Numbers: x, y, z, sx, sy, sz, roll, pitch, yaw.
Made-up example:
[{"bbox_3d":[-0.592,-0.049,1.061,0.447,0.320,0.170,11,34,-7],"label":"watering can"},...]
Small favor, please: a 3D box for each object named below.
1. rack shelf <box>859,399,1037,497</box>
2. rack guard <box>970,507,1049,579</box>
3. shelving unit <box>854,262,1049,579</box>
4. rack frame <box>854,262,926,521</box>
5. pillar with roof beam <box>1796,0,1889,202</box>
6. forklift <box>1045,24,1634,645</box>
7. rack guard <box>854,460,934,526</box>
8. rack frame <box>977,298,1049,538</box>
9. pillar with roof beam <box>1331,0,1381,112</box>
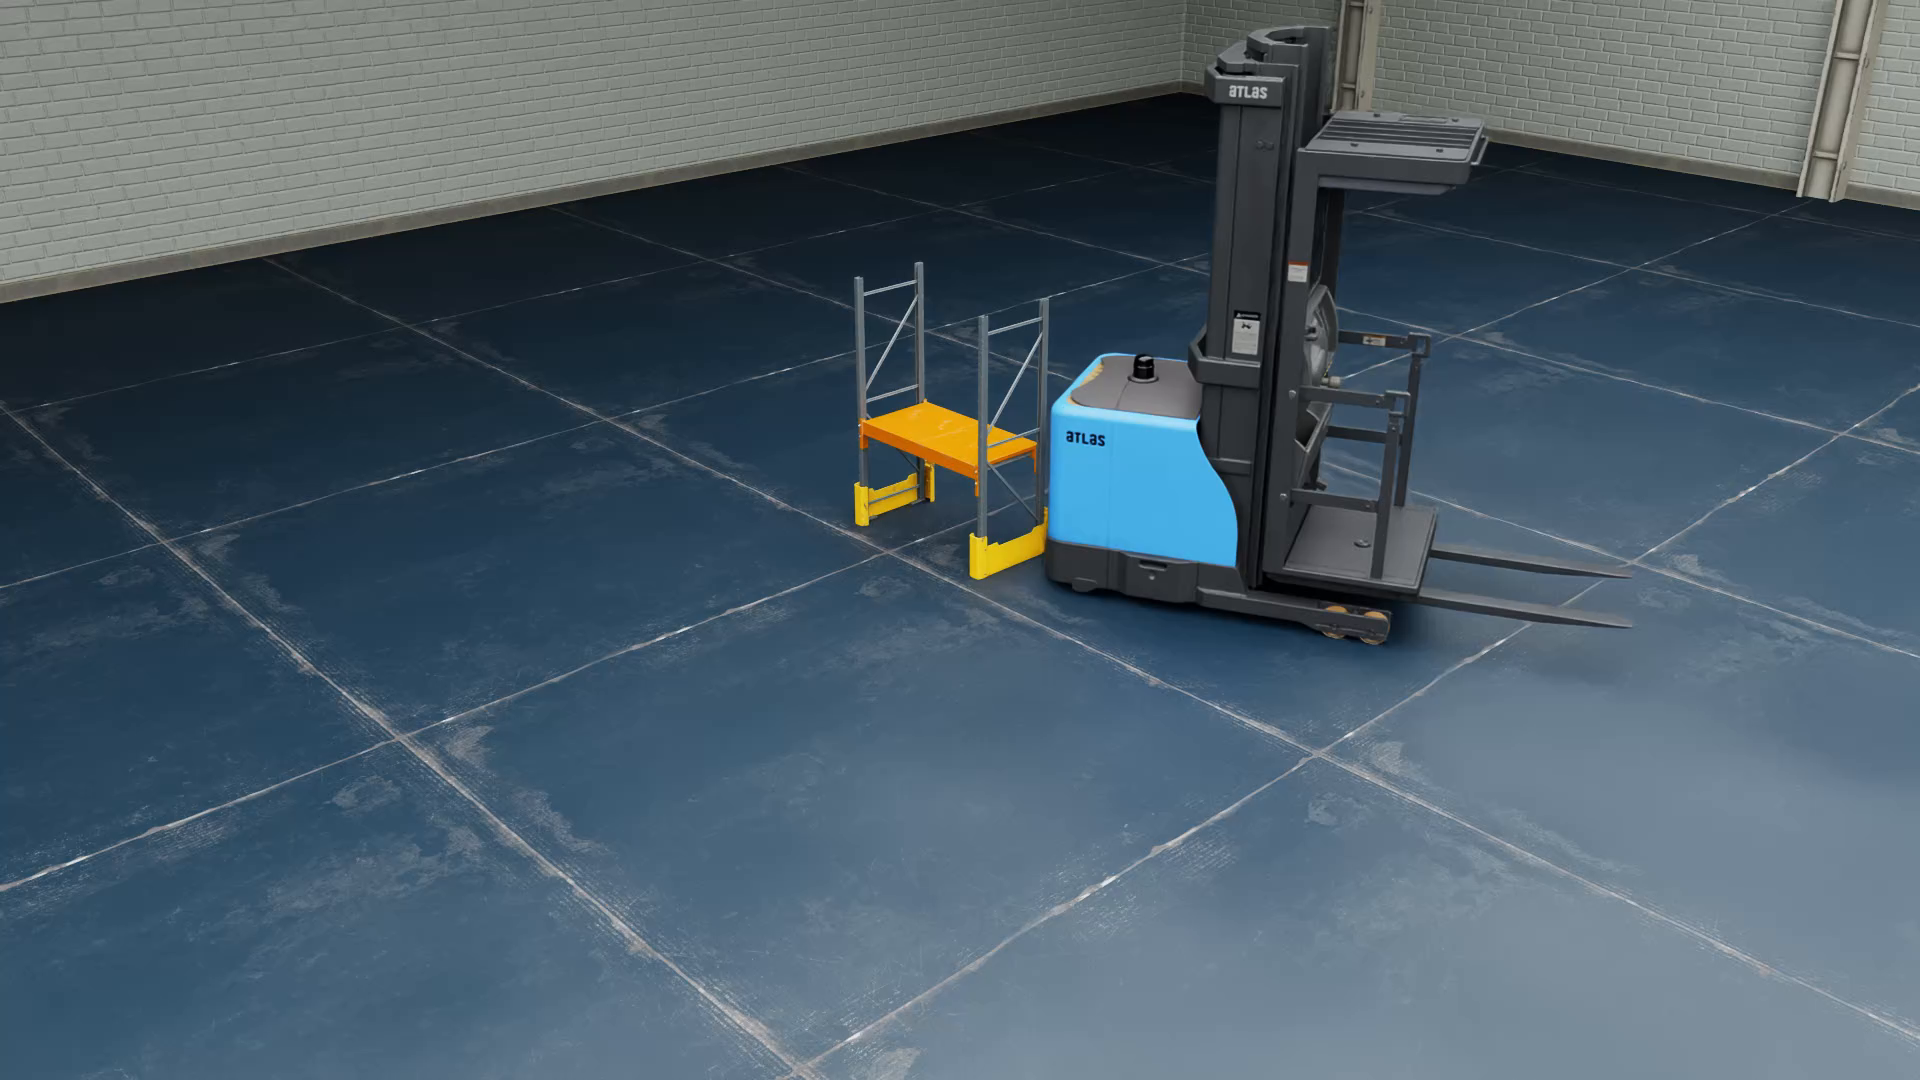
[{"bbox_3d":[-0.058,-0.545,9.570,0.538,0.185,1.000,-21,32,-38],"label":"rack shelf"},{"bbox_3d":[0.288,0.014,9.418,0.587,0.250,0.087,-21,32,-38],"label":"rack guard"},{"bbox_3d":[-0.052,-0.705,9.489,0.587,1.500,1.083,-21,32,-38],"label":"shelving unit"},{"bbox_3d":[-0.406,-0.862,9.833,0.500,1.500,0.032,-21,32,-38],"label":"rack frame"},{"bbox_3d":[6.063,-6.541,13.247,9.100,9.000,0.400,-21,32,-38],"label":"pillar with roof beam"},{"bbox_3d":[2.040,-1.044,8.508,3.031,2.935,1.130,9,26,18],"label":"forklift"},{"bbox_3d":[-0.392,-0.288,10.079,0.587,0.250,0.087,-21,32,-38],"label":"rack guard"},{"bbox_3d":[0.289,-0.554,9.158,0.500,1.500,0.032,-21,32,-38],"label":"rack frame"},{"bbox_3d":[1.962,-8.359,17.232,9.100,9.000,0.400,-21,32,-38],"label":"pillar with roof beam"}]
